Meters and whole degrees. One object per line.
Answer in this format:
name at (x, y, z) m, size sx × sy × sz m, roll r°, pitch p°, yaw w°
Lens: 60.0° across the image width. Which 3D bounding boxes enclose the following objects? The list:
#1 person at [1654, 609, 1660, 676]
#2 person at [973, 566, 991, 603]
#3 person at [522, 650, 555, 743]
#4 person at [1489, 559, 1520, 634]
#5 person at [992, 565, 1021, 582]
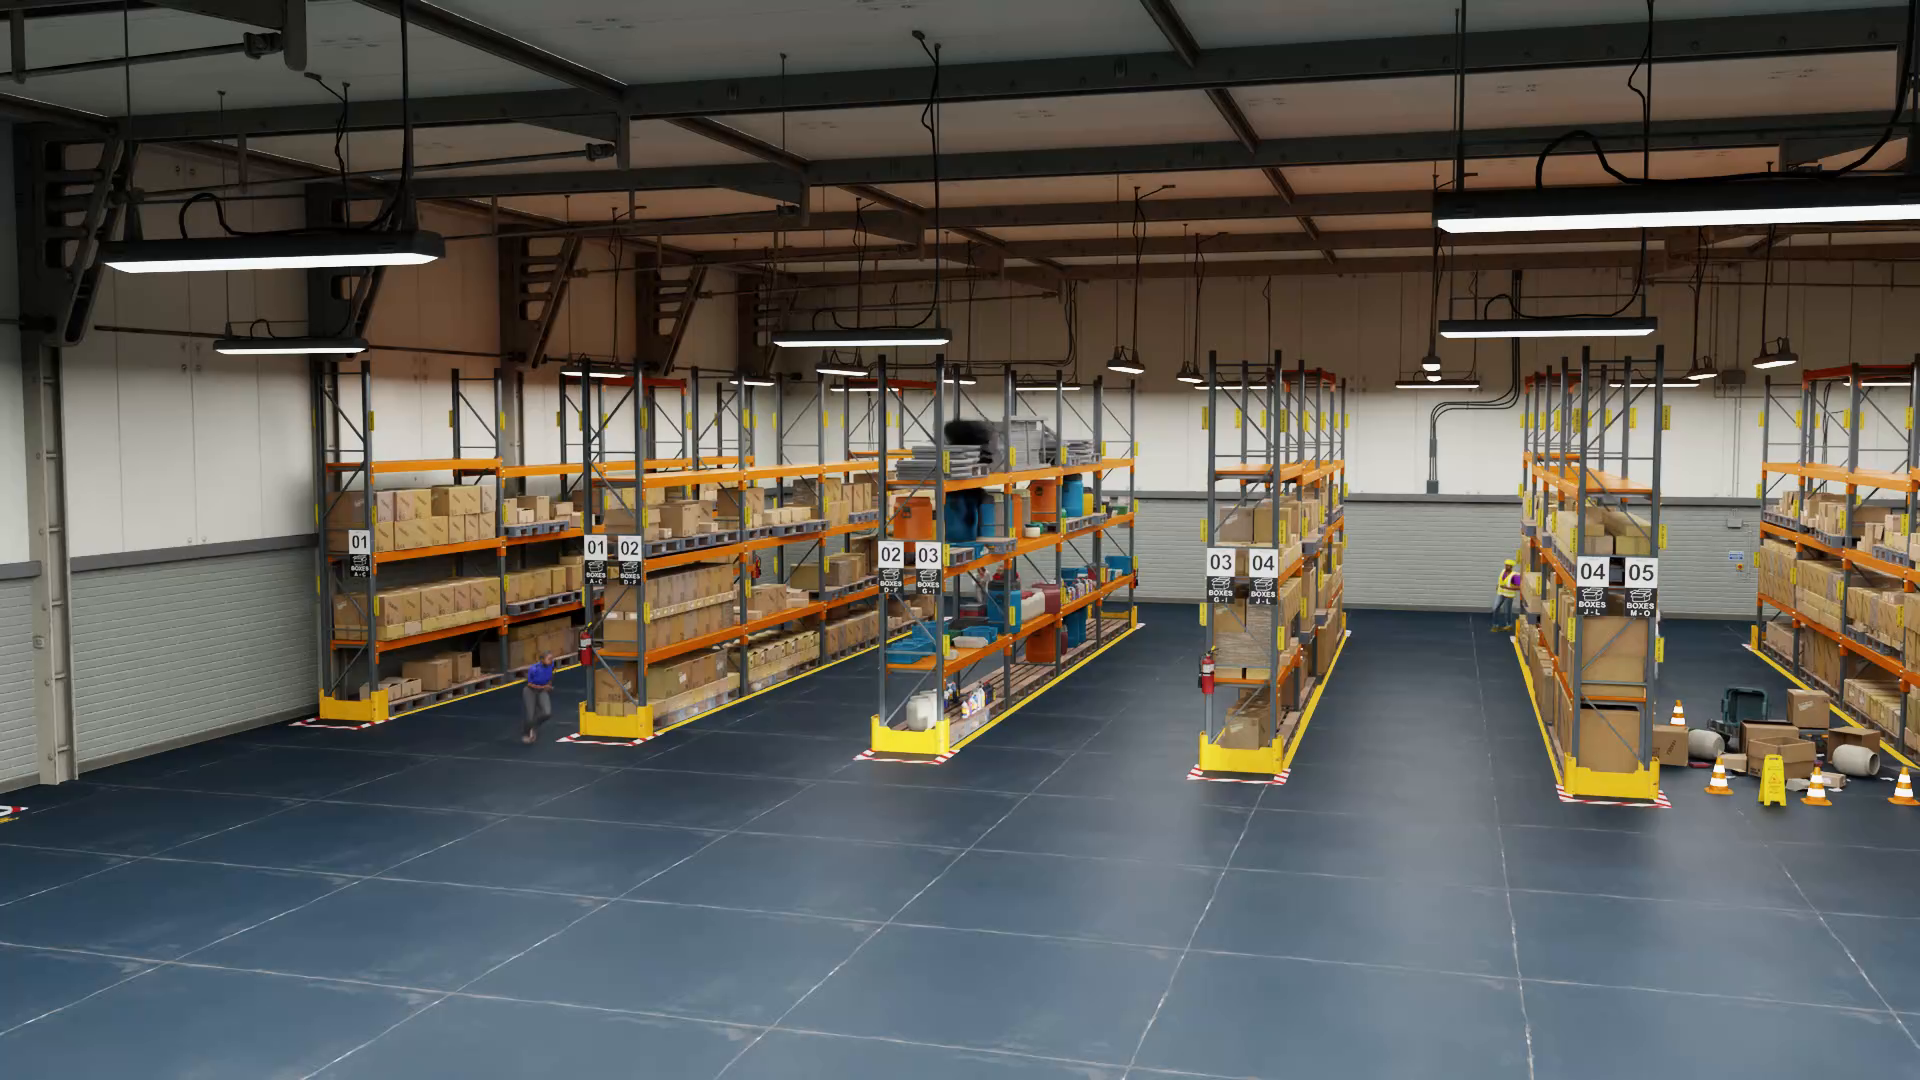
person at (13.490, 1.880, 32.691) m, size 0.598 × 1.597 × 0.912 m, roll 0°, pitch 4°, yaw 5°
person at (0.560, 1.301, 42.549) m, size 0.563 × 1.325 × 0.913 m, roll -1°, pitch 4°, yaw -14°
person at (-6.491, 2.415, 25.770) m, size 0.873 × 1.488 × 0.597 m, roll 4°, pitch 6°, yaw 43°
person at (12.934, 1.348, 39.177) m, size 0.697 × 1.814 × 0.710 m, roll -3°, pitch 5°, yaw -37°
person at (1.135, 1.404, 39.416) m, size 0.700 × 1.702 × 1.010 m, roll 2°, pitch 5°, yaw 26°
